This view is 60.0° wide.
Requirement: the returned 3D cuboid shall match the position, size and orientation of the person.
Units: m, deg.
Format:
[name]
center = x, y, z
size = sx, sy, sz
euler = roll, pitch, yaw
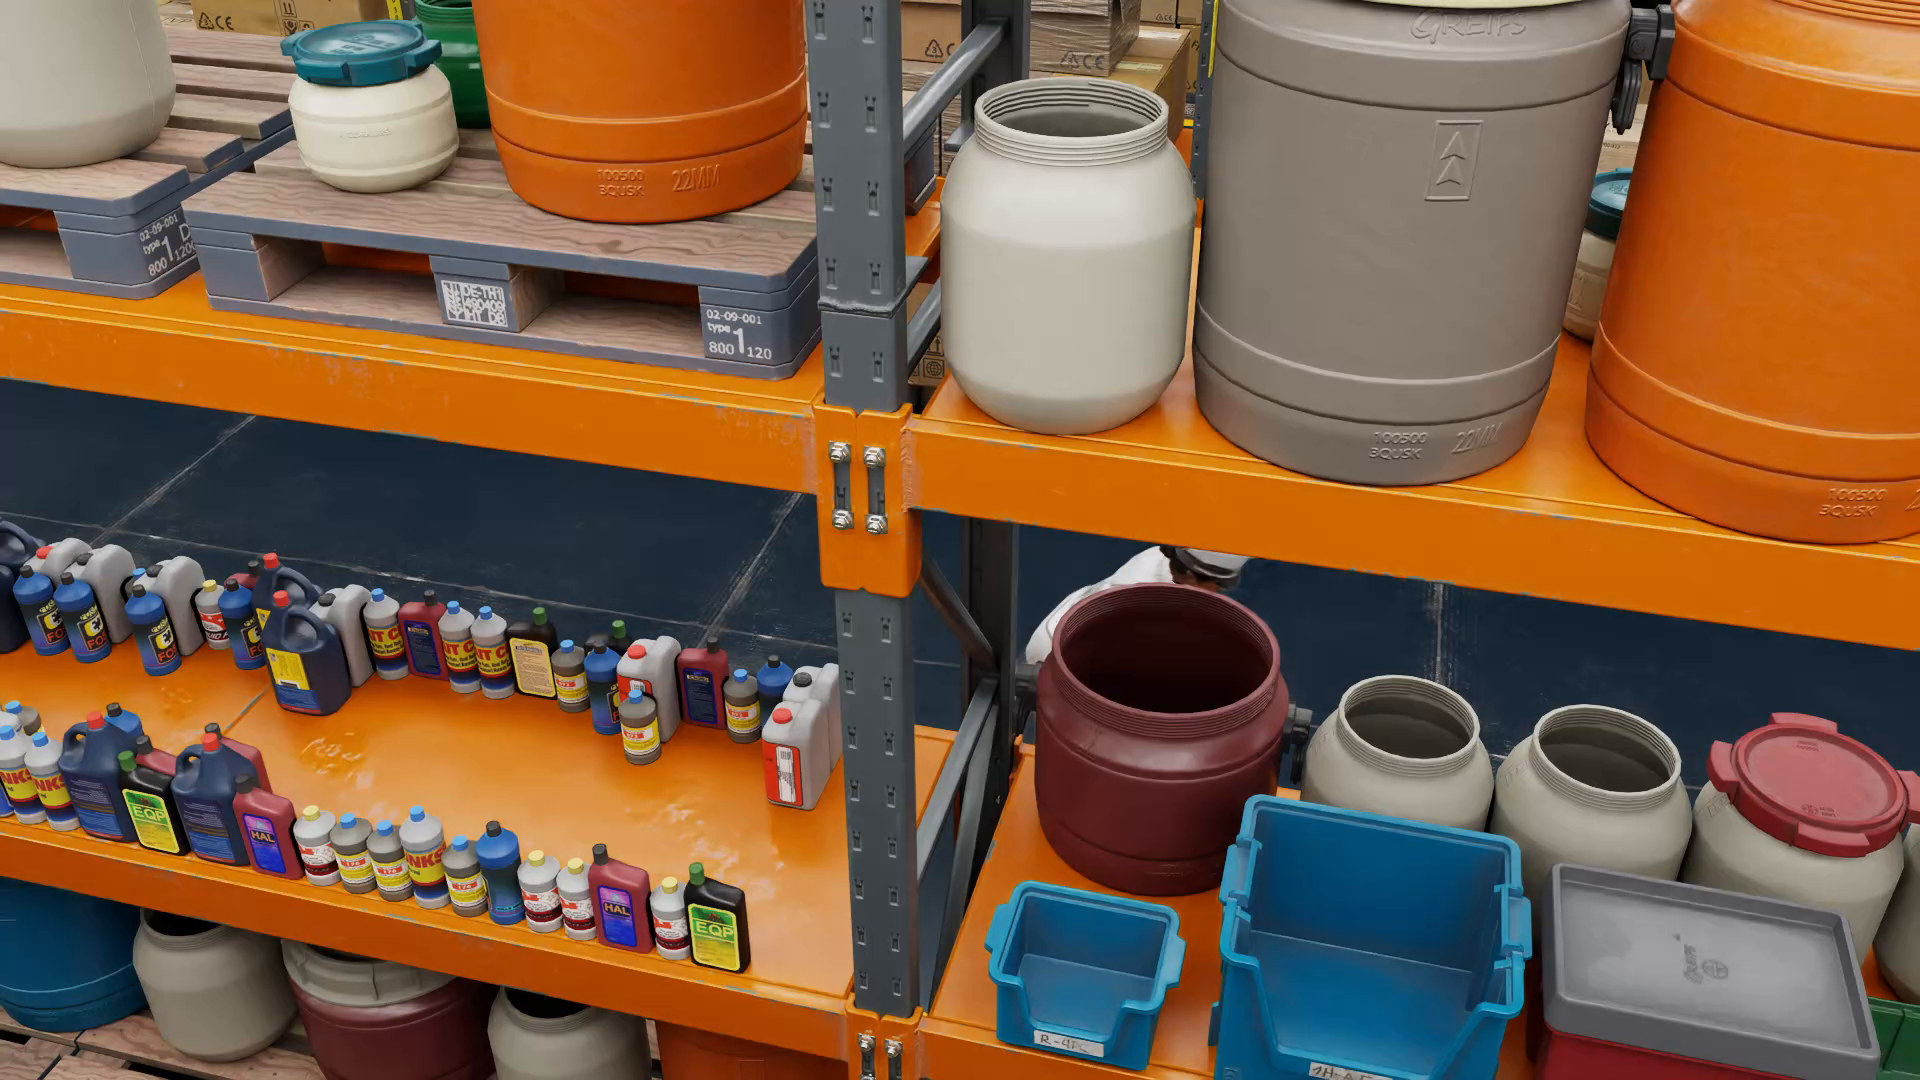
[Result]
[person]
center = 0.566, 0.526, 5.480
size = 0.710, 1.507, 0.410
euler = 18, 37, 25
